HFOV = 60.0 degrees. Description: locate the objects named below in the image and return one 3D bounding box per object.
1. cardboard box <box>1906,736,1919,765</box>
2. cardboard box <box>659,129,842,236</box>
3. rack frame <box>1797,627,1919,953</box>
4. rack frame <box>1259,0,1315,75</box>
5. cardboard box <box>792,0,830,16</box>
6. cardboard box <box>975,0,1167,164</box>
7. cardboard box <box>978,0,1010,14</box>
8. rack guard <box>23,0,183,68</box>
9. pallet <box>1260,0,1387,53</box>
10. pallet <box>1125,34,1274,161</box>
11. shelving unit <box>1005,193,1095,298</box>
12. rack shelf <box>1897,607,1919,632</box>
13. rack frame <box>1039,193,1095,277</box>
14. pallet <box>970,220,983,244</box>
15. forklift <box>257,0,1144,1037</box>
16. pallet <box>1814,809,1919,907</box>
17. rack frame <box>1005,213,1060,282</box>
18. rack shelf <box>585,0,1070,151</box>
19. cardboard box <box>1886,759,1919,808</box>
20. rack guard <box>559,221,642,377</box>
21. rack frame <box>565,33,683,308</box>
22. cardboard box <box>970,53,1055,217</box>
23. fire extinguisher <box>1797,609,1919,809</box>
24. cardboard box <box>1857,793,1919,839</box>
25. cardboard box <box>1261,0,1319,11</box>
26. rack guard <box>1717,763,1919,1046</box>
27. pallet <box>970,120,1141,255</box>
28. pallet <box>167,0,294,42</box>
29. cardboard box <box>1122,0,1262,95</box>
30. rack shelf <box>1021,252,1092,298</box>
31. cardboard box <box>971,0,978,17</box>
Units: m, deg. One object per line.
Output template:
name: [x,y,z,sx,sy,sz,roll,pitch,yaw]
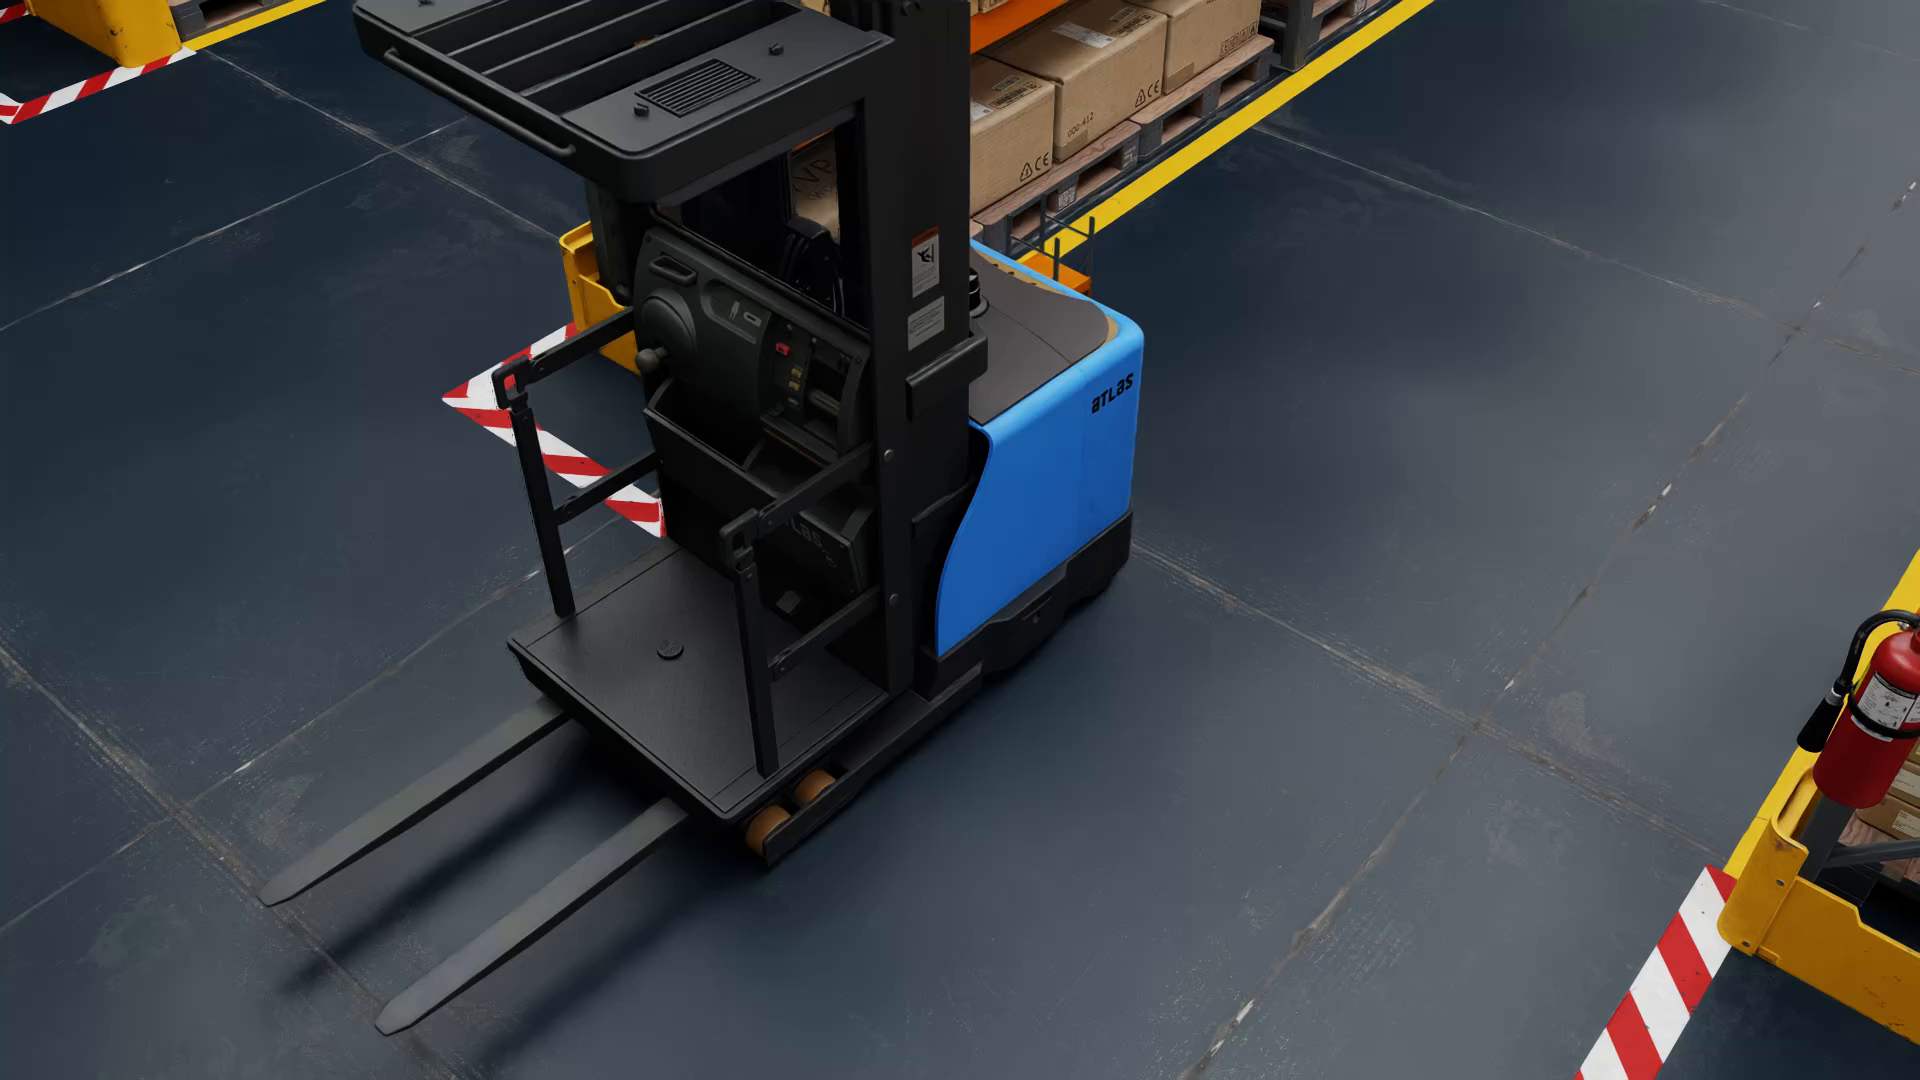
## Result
cardboard box: [2.892,0.564,4.765,0.380,0.149,0.250,30,50,29]
cardboard box: [-0.760,-1.415,7.168,0.875,0.438,0.875,28,49,27]
rack frame: [2.746,0.267,3.727,1.000,3.000,0.127,29,50,28]
rack frame: [1.466,-3.884,8.291,1.000,3.000,0.127,29,50,28]
cardboard box: [-0.579,-1.984,6.128,0.500,0.500,0.500,29,50,28]
cardboard box: [0.404,-2.353,8.200,0.875,0.438,0.875,28,49,27]
cardboard box: [0.066,-2.510,6.707,0.500,0.500,0.500,29,50,28]
rack guard: [-4.861,-3.085,9.272,1.175,0.500,0.348,29,50,28]
pallet: [1.905,-3.282,9.702,1.003,0.211,1.213,29,50,28]
pallet: [0.917,-2.494,8.836,1.003,0.211,1.213,29,50,28]
shelving unit: [0.310,-0.665,6.089,0.258,1.200,0.189,32,51,30]
rack shelf: [4.033,-0.497,5.101,1.077,0.370,4.000,29,50,28]
rack frame: [0.372,-0.710,6.139,0.240,1.200,0.006,32,51,30]
pallet: [-0.653,-1.238,7.455,1.003,0.211,1.213,29,50,28]
forklift: [-0.752,-0.486,4.606,1.130,2.935,3.031,32,51,30]
pallet: [3.345,0.857,5.151,1.003,0.211,1.213,29,50,28]
rack frame: [0.247,-0.620,6.040,0.240,1.200,0.006,32,51,30]
rack shelf: [0.179,-2.588,7.401,1.077,0.370,4.000,29,50,28]
cardboard box: [2.867,0.661,4.879,0.380,0.149,0.250,28,49,27]
rack guard: [-1.123,-0.887,6.854,1.175,0.500,0.348,29,50,28]
rack frame: [-1.108,-1.824,6.026,1.000,3.000,0.127,29,50,28]
cardboard box: [-0.177,-1.889,7.691,0.875,0.438,0.875,31,51,29]
fire extinguisher: [2.230,0.364,3.955,0.296,0.674,0.183,29,50,28]
cardboard box: [2.925,0.805,4.942,0.380,0.149,0.250,30,50,29]
cardboard box: [1.804,-3.607,9.254,0.875,0.875,0.875,31,51,30]
rack guard: [2.795,1.153,4.610,1.175,0.500,0.348,29,50,28]
pallet: [0.132,-1.863,8.142,1.003,0.211,1.213,29,50,28]
pallet: [-4.348,-3.389,9.821,1.003,0.211,1.213,29,50,28]
cardboard box: [0.980,-2.814,8.708,0.875,0.438,0.875,29,50,28]
rack shelf: [0.310,-0.898,5.877,0.258,0.103,0.180,32,51,30]
cardboard box: [-0.275,-2.256,6.428,0.500,0.500,0.500,29,50,28]
